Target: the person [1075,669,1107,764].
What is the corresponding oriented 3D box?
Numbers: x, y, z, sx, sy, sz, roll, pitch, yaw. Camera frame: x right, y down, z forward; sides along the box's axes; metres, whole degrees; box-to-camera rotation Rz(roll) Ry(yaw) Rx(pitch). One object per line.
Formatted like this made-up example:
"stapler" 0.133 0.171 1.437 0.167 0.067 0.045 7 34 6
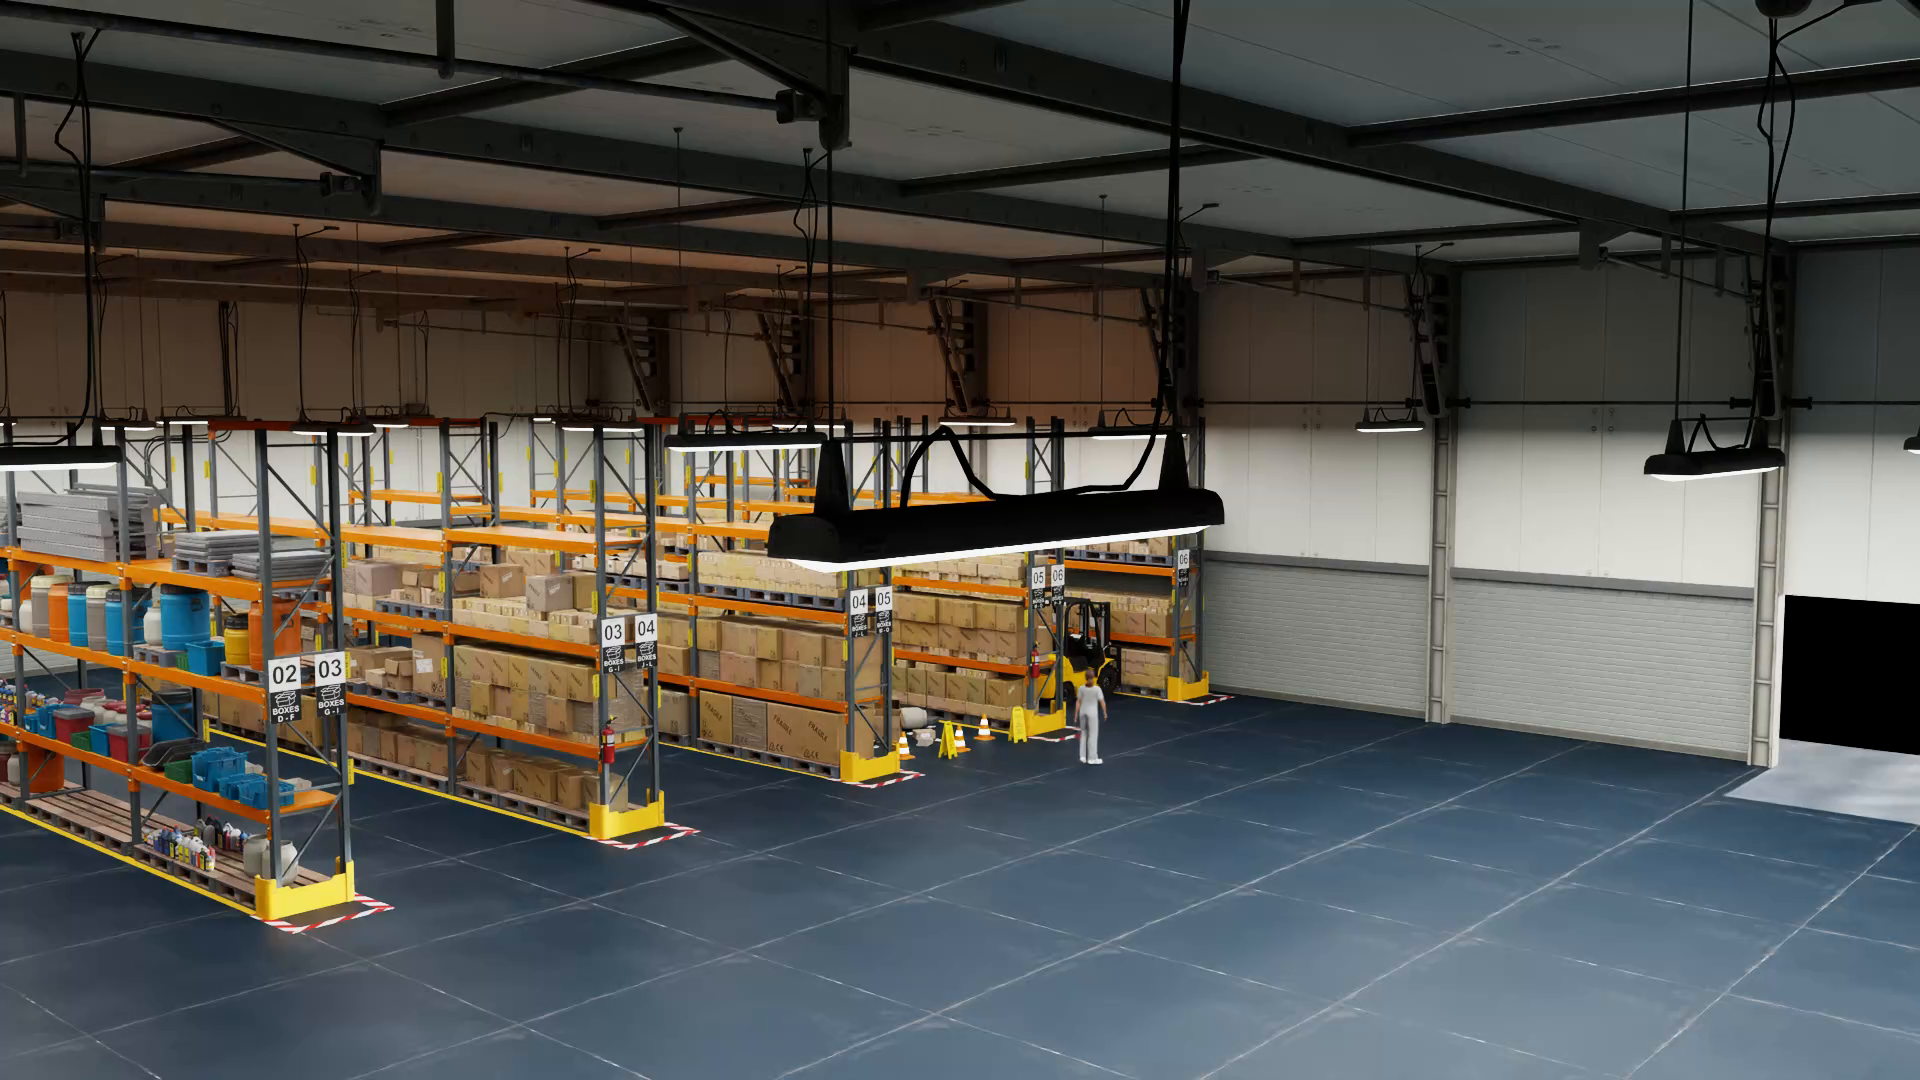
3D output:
"person" 2.291 3.098 29.075 0.479 1.716 0.514 3 6 36
